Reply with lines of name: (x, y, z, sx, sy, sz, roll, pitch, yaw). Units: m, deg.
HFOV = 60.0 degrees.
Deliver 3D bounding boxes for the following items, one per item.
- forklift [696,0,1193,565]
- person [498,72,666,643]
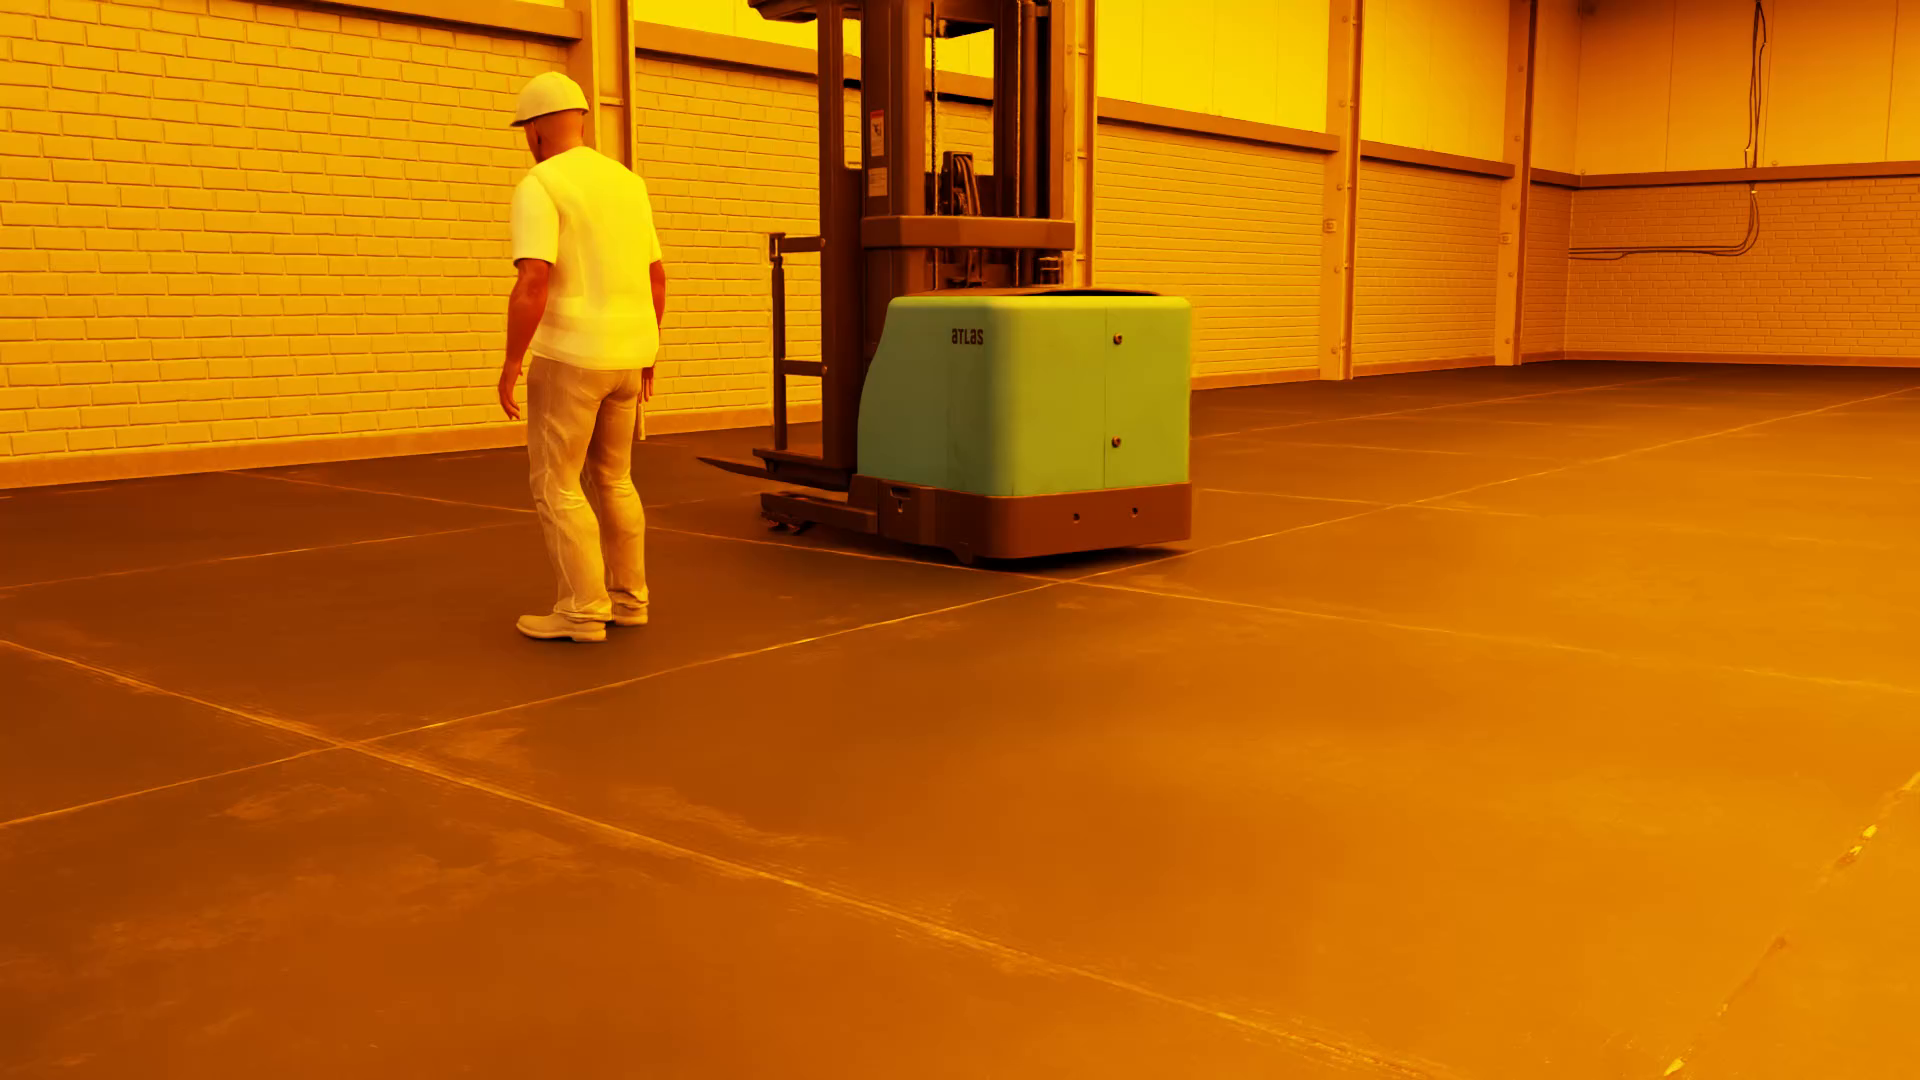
forklift: (-0.280, -1.523, 7.691, 1.130, 2.935, 3.031, -6, 10, -34)
person: (-1.198, -0.574, 5.262, 0.448, 1.759, 0.678, 4, 9, 28)
